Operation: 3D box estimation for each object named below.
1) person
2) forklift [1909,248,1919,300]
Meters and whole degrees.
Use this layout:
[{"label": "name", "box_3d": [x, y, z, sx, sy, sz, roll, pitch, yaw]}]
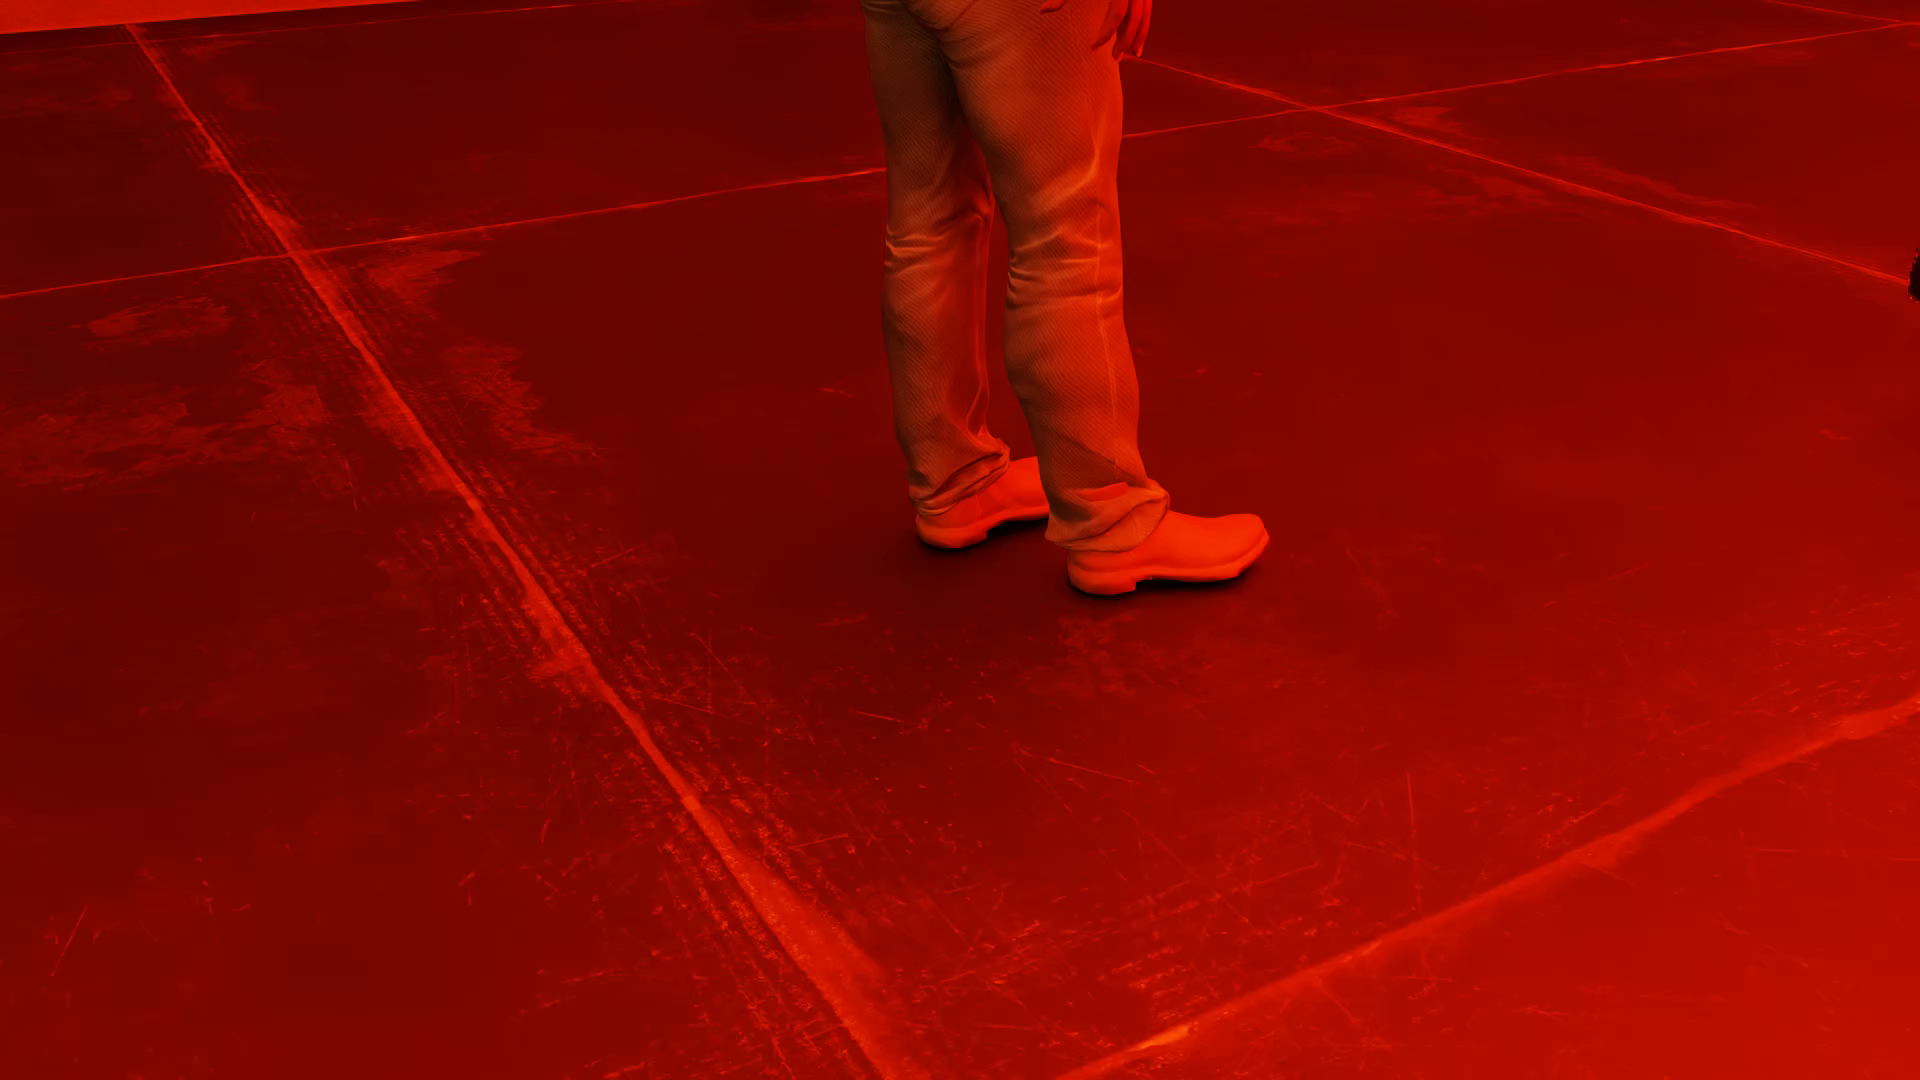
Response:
[{"label": "person", "box_3d": [0.063, -0.804, 2.124, 0.577, 1.759, 0.664, -15, 30, -26]}, {"label": "forklift", "box_3d": [3.459, -1.704, 2.619, 3.031, 2.935, 1.130, -7, 28, -14]}]
